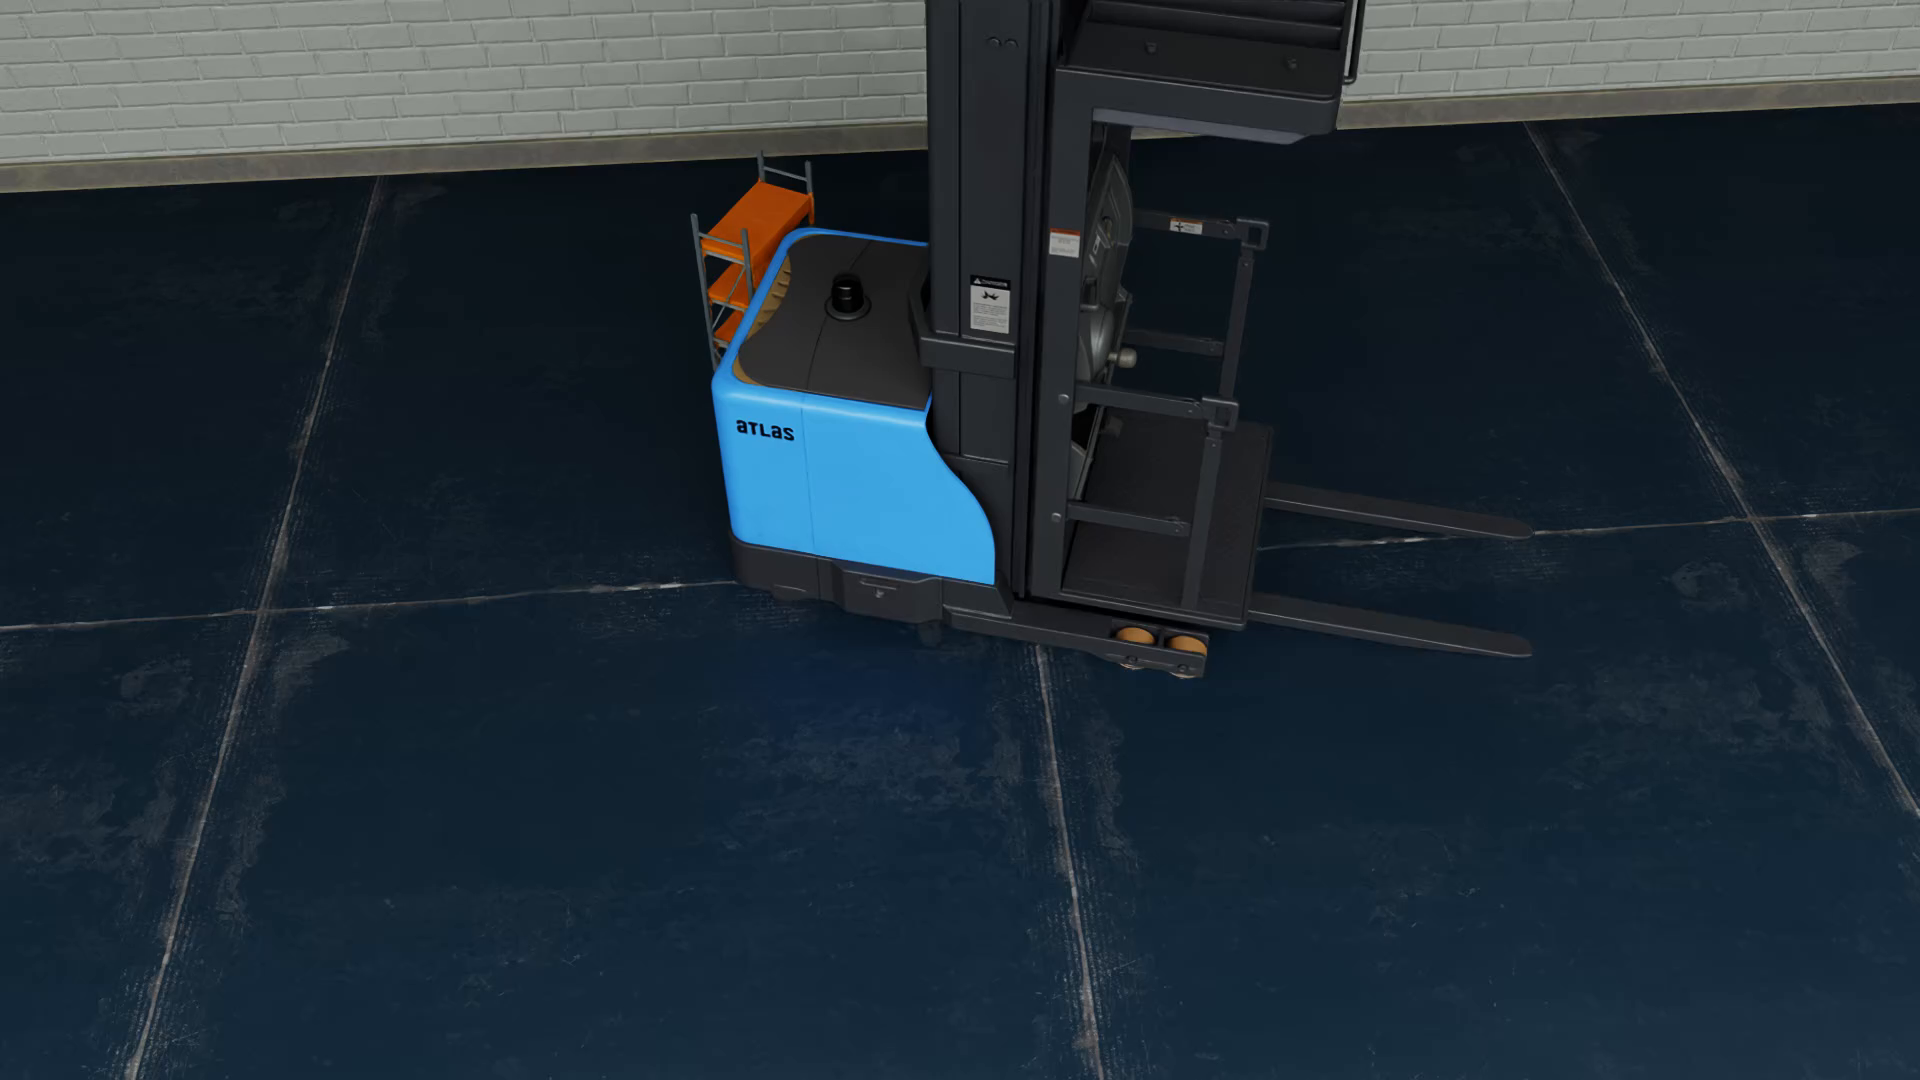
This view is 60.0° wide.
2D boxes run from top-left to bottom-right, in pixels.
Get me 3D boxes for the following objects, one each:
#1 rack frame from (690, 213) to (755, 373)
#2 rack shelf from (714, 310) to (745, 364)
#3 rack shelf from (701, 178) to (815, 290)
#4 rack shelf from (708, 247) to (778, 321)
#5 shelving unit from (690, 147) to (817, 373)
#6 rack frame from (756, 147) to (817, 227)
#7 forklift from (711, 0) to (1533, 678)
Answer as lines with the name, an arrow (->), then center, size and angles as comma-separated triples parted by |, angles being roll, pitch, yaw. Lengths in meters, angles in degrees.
rack frame -> -0.900, -0.776, 6.658 | 0.240, 1.200, 0.015 | 19, 49, 18
rack shelf -> -0.794, -0.889, 6.858 | 0.258, 0.148, 0.480 | 19, 49, 18
rack shelf -> -0.797, -1.207, 6.524 | 0.258, 0.148, 0.480 | 19, 49, 18
rack shelf -> -0.795, -1.044, 6.696 | 0.258, 0.148, 0.480 | 19, 49, 18
shelving unit -> -0.795, -0.936, 6.809 | 0.258, 1.200, 0.503 | 19, 49, 18
rack frame -> -0.689, -1.096, 6.960 | 0.240, 1.200, 0.015 | 19, 49, 18
forklift -> 0.681, -0.915, 5.598 | 3.031, 2.935, 1.130 | 9, 47, 9
